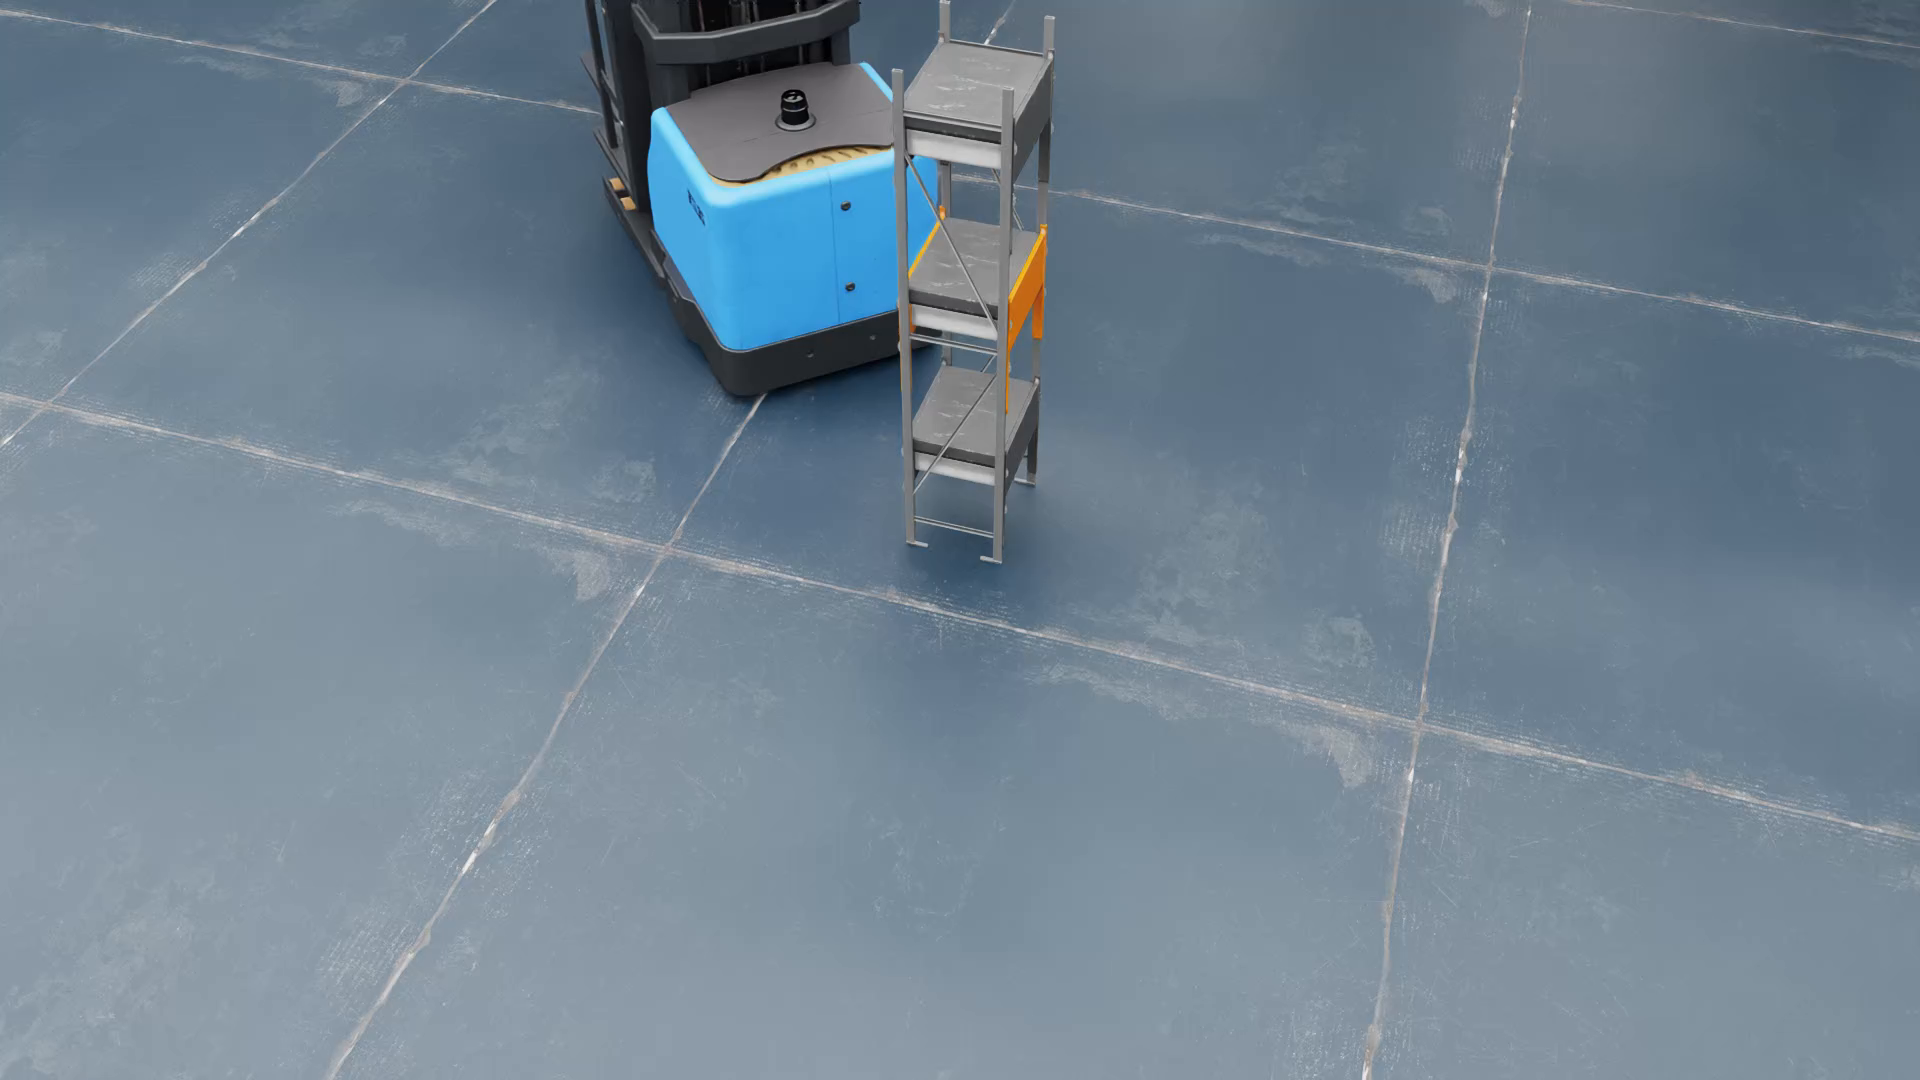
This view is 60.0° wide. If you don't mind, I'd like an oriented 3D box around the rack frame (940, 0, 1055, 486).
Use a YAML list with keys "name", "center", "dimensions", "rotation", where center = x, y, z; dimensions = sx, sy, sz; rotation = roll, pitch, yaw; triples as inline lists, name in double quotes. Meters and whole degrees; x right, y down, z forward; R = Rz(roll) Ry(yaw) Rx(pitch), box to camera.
- name: "rack frame"
  center: [0.124, -1.023, 6.295]
  dimensions: [0.400, 2.100, 0.015]
  rotation: [13, 46, 12]

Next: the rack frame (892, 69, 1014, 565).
- name: "rack frame"
  center: [-0.024, -0.698, 5.962]
  dimensions: [0.400, 2.100, 0.015]
  rotation: [13, 46, 12]

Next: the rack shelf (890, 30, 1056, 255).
- name: "rack shelf"
  center: [0.050, -1.351, 5.648]
  dimensions: [0.431, 0.518, 0.480]
  rotation: [13, 46, 12]

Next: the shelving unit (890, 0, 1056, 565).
- name: "shelving unit"
  center: [0.050, -0.861, 6.128]
  dimensions: [0.431, 2.100, 0.503]
  rotation: [13, 46, 12]

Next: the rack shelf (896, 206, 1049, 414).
- name: "rack shelf"
  center: [0.050, -0.851, 6.138]
  dimensions: [0.431, 0.518, 0.480]
  rotation: [13, 46, 12]

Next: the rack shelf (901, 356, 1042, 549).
- name: "rack shelf"
  center: [0.050, -0.351, 6.628]
  dimensions: [0.431, 0.518, 0.480]
  rotation: [13, 46, 12]

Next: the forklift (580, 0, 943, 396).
- name: "forklift"
  center: [-1.156, -2.720, 7.434]
  dimensions: [1.130, 2.935, 3.031]
  rotation: [-18, 47, -17]
